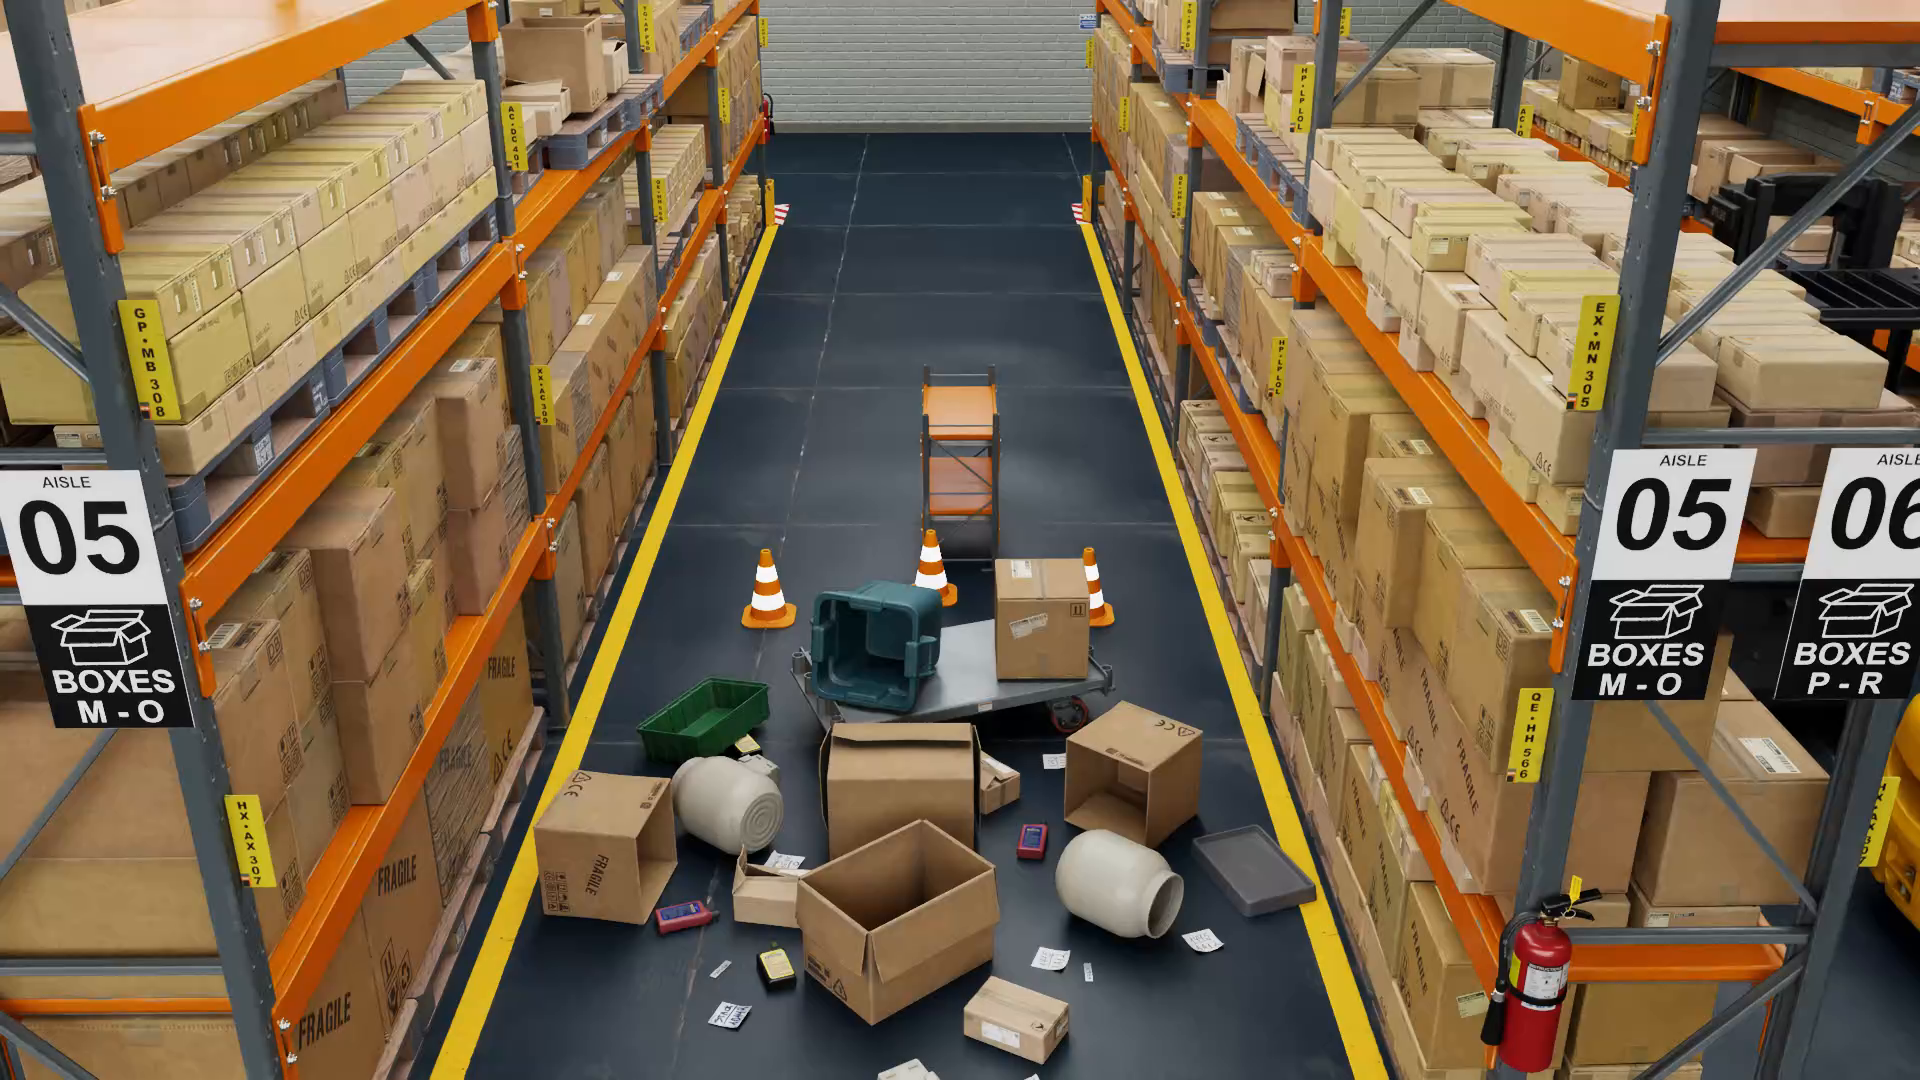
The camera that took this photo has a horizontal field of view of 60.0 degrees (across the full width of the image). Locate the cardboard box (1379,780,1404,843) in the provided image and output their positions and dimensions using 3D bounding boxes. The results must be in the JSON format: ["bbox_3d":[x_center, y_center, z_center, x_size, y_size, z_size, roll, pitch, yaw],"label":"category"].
[{"bbox_3d":[1.933,1.109,6.788,0.380,0.149,0.250,0,24,0],"label":"cardboard box"}]

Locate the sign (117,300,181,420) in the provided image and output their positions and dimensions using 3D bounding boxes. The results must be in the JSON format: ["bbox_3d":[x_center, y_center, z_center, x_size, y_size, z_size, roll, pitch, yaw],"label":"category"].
[{"bbox_3d":[-2.120,-0.469,4.350,0.100,0.325,0.005,0,24,-1],"label":"sign"}]

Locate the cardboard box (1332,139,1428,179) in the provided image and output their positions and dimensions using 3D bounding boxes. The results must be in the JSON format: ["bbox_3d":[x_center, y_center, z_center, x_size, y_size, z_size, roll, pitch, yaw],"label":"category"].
[{"bbox_3d":[1.939,-1.757,7.693,0.380,0.149,0.250,0,24,1],"label":"cardboard box"}]

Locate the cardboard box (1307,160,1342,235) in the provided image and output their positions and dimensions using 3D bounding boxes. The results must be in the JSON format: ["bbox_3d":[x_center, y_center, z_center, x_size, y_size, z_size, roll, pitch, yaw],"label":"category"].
[{"bbox_3d":[1.961,-1.631,7.898,0.500,0.250,0.500,-1,24,-2],"label":"cardboard box"}]

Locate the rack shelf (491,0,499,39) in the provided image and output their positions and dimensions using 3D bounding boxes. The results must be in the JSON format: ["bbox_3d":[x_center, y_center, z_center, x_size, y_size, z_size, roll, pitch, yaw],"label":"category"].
[{"bbox_3d":[-2.740,-3.364,9.626,1.077,0.370,4.000,0,24,-1],"label":"rack shelf"}]

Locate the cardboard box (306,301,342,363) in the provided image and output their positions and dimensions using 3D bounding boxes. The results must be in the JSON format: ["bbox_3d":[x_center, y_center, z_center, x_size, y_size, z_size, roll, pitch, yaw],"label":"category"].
[{"bbox_3d":[-2.369,-0.716,5.727,0.380,0.149,0.250,0,24,0],"label":"cardboard box"}]

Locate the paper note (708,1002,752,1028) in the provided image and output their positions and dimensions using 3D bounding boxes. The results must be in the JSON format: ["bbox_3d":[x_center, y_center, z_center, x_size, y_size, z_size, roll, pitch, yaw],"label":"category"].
[{"bbox_3d":[-0.994,2.049,7.184,0.144,0.017,0.142,8,26,18],"label":"paper note"}]

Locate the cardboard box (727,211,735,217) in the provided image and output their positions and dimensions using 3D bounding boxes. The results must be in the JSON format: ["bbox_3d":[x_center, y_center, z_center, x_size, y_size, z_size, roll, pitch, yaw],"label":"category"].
[{"bbox_3d":[-2.631,-3.461,17.991,0.380,0.149,0.250,-1,24,-3],"label":"cardboard box"}]

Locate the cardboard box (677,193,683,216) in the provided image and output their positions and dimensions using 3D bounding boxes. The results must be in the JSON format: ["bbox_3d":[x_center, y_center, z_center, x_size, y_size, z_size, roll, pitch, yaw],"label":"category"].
[{"bbox_3d":[-2.583,-2.880,14.273,0.380,0.149,0.250,-1,24,-2],"label":"cardboard box"}]

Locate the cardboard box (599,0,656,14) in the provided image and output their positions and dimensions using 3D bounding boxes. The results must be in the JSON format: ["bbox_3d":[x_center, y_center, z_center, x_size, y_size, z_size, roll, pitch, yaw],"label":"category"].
[{"bbox_3d":[-2.497,-4.106,12.498,0.396,0.266,0.258,0,24,-1],"label":"cardboard box"}]

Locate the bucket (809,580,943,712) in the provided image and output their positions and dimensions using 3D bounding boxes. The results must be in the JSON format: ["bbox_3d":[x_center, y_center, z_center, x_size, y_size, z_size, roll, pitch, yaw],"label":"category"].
[{"bbox_3d":[-0.412,0.529,9.069,0.726,0.611,0.620,8,16,18],"label":"bucket"}]

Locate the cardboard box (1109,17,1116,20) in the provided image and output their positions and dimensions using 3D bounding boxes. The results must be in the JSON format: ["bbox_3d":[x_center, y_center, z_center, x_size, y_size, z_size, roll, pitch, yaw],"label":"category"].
[{"bbox_3d":[1.900,-5.866,18.959,0.380,0.149,0.250,0,24,1],"label":"cardboard box"}]

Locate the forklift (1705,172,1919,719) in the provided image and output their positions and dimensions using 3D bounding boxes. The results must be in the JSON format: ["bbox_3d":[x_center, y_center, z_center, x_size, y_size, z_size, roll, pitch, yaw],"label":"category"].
[{"bbox_3d":[4.607,-0.401,9.080,1.130,2.935,3.031,0,24,0],"label":"forklift"}]

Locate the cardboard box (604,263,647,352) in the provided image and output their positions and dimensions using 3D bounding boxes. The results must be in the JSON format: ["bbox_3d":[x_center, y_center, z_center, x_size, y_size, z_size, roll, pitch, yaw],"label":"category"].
[{"bbox_3d":[-2.485,-1.620,11.571,0.500,0.500,0.500,0,24,-1],"label":"cardboard box"}]

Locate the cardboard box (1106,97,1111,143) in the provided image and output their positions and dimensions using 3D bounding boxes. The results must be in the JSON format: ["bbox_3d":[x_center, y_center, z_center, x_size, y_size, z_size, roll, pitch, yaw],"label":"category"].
[{"bbox_3d":[1.860,-4.547,18.042,0.500,0.500,0.500,1,24,1],"label":"cardboard box"}]

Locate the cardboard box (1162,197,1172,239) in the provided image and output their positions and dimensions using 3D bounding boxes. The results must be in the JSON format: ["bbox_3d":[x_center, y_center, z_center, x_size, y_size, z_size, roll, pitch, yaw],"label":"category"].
[{"bbox_3d":[1.918,-2.597,13.428,0.500,0.250,0.500,-1,24,-2],"label":"cardboard box"}]

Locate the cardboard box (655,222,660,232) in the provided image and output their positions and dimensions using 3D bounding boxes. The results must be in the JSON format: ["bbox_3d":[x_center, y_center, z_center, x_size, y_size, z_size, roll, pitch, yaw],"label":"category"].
[{"bbox_3d":[-2.572,-2.489,13.047,0.380,0.149,0.250,1,24,2],"label":"cardboard box"}]

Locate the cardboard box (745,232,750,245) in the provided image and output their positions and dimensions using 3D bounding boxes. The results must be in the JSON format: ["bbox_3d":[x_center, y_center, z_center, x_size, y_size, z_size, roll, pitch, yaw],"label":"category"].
[{"bbox_3d":[-2.550,-3.403,18.585,0.380,0.149,0.250,0,24,0],"label":"cardboard box"}]

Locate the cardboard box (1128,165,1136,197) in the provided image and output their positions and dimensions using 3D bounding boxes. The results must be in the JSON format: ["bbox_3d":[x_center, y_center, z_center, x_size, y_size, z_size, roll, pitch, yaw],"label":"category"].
[{"bbox_3d":[1.884,-3.426,15.866,0.500,0.250,0.500,-1,24,-2],"label":"cardboard box"}]

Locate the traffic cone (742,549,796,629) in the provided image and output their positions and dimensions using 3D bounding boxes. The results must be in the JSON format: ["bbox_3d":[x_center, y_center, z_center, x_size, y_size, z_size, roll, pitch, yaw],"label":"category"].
[{"bbox_3d":[-1.223,0.280,10.569,0.336,0.463,0.334,0,24,-1],"label":"traffic cone"}]

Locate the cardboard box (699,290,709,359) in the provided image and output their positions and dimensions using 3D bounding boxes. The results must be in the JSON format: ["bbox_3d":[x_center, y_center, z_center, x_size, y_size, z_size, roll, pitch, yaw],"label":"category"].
[{"bbox_3d":[-2.539,-1.938,14.920,0.500,0.500,0.500,-1,24,-2],"label":"cardboard box"}]

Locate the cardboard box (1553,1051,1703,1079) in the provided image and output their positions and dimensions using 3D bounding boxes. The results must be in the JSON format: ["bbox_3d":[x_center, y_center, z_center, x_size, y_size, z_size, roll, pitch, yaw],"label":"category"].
[{"bbox_3d":[2.541,1.996,6.524,0.500,0.250,0.500,0,24,-1],"label":"cardboard box"}]

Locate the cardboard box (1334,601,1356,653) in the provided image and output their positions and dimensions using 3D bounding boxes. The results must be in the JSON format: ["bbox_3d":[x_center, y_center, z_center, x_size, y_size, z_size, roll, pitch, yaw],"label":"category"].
[{"bbox_3d":[1.917,0.393,7.546,0.380,0.149,0.250,0,24,0],"label":"cardboard box"}]

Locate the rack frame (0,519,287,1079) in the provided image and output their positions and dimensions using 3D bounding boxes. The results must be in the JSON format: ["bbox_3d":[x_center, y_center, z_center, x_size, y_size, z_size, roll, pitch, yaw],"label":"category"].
[{"bbox_3d":[-2.675,1.332,5.165,1.000,3.000,0.127,0,24,-1],"label":"rack frame"}]

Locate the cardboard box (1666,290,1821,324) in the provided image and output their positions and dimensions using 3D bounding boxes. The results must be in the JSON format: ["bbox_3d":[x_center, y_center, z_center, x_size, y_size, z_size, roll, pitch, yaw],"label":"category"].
[{"bbox_3d":[2.514,-0.702,5.359,0.380,0.149,0.250,0,24,-1],"label":"cardboard box"}]

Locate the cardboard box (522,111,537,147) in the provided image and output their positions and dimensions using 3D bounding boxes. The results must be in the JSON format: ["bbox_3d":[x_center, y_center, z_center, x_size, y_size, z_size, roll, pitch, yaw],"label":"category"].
[{"bbox_3d":[-2.482,-2.234,9.083,0.250,0.149,0.380,0,24,-1],"label":"cardboard box"}]

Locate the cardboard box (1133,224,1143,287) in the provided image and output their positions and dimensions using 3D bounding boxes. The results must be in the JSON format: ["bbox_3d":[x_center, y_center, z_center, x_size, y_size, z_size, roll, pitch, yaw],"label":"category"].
[{"bbox_3d":[2.243,-2.960,17.253,0.875,0.438,0.875,-1,24,-1],"label":"cardboard box"}]

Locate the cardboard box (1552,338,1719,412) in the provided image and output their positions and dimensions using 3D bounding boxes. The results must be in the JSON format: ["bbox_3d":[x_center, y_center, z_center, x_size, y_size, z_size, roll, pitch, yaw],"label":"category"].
[{"bbox_3d":[1.975,-0.485,4.880,0.380,0.149,0.250,0,24,0],"label":"cardboard box"}]

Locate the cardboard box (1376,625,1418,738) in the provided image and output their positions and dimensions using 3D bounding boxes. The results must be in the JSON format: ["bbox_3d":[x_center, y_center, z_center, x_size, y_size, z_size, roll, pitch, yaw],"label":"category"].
[{"bbox_3d":[1.989,0.452,6.628,0.500,0.500,0.500,0,24,-1],"label":"cardboard box"}]

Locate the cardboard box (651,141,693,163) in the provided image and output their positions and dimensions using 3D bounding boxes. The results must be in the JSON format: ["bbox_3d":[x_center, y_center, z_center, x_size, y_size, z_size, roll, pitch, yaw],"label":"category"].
[{"bbox_3d":[-2.599,-3.471,14.857,0.380,0.149,0.250,0,24,-1],"label":"cardboard box"}]

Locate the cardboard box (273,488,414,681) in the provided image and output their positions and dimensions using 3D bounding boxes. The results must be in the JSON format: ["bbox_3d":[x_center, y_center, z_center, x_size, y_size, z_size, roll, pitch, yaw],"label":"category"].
[{"bbox_3d":[-2.609,0.161,6.261,0.875,0.550,0.550,0,24,-1],"label":"cardboard box"}]

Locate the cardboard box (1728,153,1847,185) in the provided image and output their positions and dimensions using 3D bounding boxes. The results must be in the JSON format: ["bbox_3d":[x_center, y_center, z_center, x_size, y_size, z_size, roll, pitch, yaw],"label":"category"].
[{"bbox_3d":[6.947,-2.962,14.025,0.797,0.503,0.637,-1,24,-2],"label":"cardboard box"}]

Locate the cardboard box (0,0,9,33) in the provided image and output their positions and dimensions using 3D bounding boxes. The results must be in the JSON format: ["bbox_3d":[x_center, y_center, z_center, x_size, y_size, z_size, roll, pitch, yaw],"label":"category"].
[{"bbox_3d":[-7.899,-4.194,13.111,0.500,0.500,0.500,1,24,2],"label":"cardboard box"}]

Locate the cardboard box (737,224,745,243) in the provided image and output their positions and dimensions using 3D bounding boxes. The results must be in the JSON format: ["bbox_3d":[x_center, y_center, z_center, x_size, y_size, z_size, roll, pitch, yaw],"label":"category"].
[{"bbox_3d":[-2.540,-3.324,18.049,0.380,0.149,0.250,0,24,-1],"label":"cardboard box"}]

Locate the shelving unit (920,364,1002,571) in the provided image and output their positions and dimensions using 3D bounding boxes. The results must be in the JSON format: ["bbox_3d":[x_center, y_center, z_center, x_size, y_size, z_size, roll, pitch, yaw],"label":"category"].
[{"bbox_3d":[0.000,-0.515,11.524,0.538,1.125,1.048,0,24,-1],"label":"shelving unit"}]

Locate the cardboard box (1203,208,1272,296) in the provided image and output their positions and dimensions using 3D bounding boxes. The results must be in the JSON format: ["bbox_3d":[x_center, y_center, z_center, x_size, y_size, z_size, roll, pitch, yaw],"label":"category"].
[{"bbox_3d":[1.973,-2.000,11.539,0.500,0.500,0.500,1,24,2],"label":"cardboard box"}]

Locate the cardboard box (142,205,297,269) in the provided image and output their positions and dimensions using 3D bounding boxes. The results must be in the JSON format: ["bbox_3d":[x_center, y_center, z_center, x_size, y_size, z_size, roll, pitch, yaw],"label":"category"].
[{"bbox_3d":[-2.367,-0.972,5.326,0.380,0.149,0.250,0,24,0],"label":"cardboard box"}]

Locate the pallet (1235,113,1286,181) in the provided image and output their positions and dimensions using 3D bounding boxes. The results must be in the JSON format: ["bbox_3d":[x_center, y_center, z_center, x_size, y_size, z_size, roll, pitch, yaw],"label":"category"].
[{"bbox_3d":[2.315,-2.343,9.879,1.213,0.211,1.003,0,24,-1],"label":"pallet"}]

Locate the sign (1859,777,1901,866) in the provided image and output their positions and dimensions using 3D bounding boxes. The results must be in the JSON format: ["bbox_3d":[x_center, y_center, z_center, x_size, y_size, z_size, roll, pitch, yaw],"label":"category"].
[{"bbox_3d":[2.816,0.871,5.133,0.100,0.325,0.005,0,24,-1],"label":"sign"}]

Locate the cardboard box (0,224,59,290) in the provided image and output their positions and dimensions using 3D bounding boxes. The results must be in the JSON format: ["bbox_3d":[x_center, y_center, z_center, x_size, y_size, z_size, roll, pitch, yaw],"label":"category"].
[{"bbox_3d":[-3.022,-0.866,5.091,0.380,0.149,0.250,0,24,0],"label":"cardboard box"}]

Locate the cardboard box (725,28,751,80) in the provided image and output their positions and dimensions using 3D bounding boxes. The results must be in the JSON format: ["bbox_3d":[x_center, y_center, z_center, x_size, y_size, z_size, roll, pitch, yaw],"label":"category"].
[{"bbox_3d":[-2.576,-5.287,18.104,0.500,0.500,0.500,1,24,2],"label":"cardboard box"}]

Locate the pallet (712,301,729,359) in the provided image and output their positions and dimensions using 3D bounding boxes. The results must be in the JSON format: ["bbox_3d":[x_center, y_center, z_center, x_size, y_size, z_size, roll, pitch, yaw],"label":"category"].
[{"bbox_3d":[-2.796,-2.021,15.963,1.003,0.211,1.213,0,24,-1],"label":"pallet"}]

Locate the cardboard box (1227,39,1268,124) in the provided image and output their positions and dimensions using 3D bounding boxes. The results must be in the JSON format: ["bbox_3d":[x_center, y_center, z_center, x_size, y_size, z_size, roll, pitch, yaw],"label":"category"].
[{"bbox_3d":[2.187,-3.050,11.092,0.700,0.500,0.500,0,24,-1],"label":"cardboard box"}]

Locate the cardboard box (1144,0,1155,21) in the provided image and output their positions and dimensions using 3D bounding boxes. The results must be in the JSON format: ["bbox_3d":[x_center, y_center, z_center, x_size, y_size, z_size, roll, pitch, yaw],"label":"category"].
[{"bbox_3d":[1.807,-4.605,14.426,0.380,0.166,0.250,-2,24,-4],"label":"cardboard box"}]

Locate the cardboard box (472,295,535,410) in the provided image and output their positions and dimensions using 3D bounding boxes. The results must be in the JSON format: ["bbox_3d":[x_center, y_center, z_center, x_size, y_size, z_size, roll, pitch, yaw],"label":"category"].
[{"bbox_3d":[-2.730,-1.022,9.035,0.700,0.500,0.500,-1,24,-1],"label":"cardboard box"}]

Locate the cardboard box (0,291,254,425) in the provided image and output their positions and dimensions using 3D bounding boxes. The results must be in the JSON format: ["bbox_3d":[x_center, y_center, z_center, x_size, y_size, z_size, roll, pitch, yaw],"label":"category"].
[{"bbox_3d":[-2.424,-0.539,4.851,0.500,0.250,0.500,0,24,-1],"label":"cardboard box"}]

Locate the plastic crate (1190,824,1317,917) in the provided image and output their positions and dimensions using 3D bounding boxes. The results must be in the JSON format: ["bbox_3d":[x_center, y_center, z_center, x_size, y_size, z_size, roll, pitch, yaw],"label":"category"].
[{"bbox_3d":[1.427,1.601,8.113,0.402,0.080,0.583,-9,26,-19],"label":"plastic crate"}]

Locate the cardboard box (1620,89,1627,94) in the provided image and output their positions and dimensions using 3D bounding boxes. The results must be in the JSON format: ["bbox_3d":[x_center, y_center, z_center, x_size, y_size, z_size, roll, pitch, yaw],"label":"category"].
[{"bbox_3d":[7.337,-5.015,19.019,0.500,0.250,0.500,0,24,0],"label":"cardboard box"}]

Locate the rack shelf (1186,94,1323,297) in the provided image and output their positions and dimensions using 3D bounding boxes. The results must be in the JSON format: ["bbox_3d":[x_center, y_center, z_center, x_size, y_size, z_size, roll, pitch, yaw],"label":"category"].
[{"bbox_3d":[2.208,-2.243,10.303,1.077,0.370,4.000,0,24,-1],"label":"rack shelf"}]

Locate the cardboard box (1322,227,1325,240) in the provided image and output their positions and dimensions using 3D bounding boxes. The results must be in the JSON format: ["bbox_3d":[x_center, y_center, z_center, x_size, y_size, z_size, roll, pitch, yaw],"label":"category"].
[{"bbox_3d":[1.986,-1.501,8.094,0.380,0.149,0.250,-1,24,-1],"label":"cardboard box"}]

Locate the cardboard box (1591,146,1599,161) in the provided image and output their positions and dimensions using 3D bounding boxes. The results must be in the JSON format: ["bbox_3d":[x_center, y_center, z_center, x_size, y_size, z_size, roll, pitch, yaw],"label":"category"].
[{"bbox_3d":[6.823,-4.039,17.344,0.380,0.149,0.250,0,24,1],"label":"cardboard box"}]

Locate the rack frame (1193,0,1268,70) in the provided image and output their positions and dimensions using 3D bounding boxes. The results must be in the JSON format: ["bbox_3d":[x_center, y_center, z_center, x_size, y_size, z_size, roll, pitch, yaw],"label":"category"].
[{"bbox_3d":[2.186,-4.762,11.358,1.000,3.000,0.127,0,24,-1],"label":"rack frame"}]

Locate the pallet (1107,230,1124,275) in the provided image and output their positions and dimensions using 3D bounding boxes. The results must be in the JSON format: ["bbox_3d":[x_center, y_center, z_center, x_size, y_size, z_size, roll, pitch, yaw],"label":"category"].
[{"bbox_3d":[2.196,-3.224,18.621,1.003,0.211,1.213,0,24,-1],"label":"pallet"}]

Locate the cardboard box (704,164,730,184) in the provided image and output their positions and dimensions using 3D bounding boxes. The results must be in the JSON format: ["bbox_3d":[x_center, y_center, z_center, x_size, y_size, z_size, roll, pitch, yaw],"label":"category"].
[{"bbox_3d":[-2.482,-3.616,16.411,0.380,0.149,0.250,1,24,1],"label":"cardboard box"}]

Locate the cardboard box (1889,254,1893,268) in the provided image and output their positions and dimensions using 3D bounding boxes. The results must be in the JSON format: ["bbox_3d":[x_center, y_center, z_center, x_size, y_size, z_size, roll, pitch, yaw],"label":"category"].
[{"bbox_3d":[6.885,-2.028,12.168,0.500,0.250,0.500,0,24,-1],"label":"cardboard box"}]

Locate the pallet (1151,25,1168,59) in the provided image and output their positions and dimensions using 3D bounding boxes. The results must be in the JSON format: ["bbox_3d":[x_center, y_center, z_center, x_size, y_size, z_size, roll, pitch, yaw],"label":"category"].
[{"bbox_3d":[2.111,-4.035,13.620,1.003,0.211,1.213,1,24,2],"label":"pallet"}]
